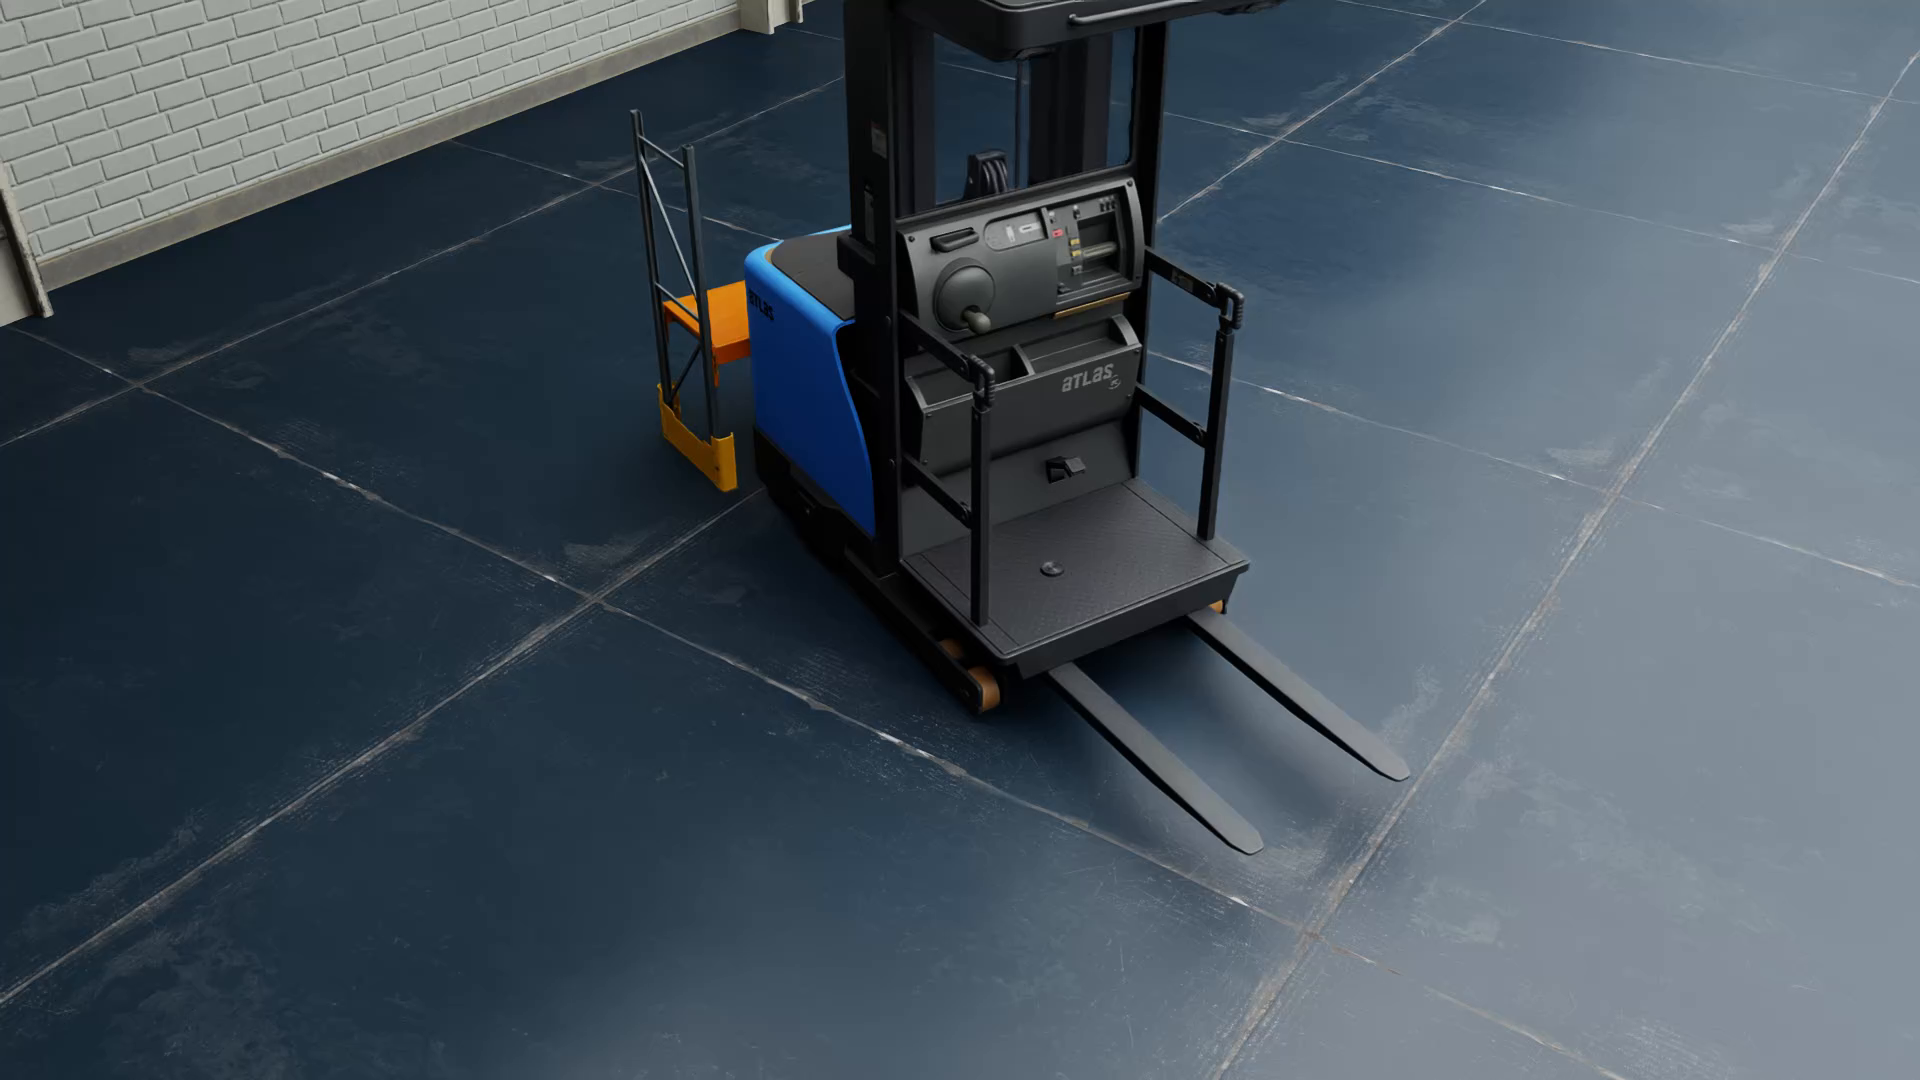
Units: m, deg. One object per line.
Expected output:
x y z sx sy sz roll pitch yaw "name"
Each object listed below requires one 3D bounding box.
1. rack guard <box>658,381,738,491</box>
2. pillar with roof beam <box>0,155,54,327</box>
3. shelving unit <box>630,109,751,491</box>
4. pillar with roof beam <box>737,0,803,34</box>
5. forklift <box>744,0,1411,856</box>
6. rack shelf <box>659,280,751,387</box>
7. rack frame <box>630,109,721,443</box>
-1.138 -0.456 7.201 0.087 0.250 0.587 -21 39 -28 "rack guard"
-1.302 -3.459 3.831 9.100 9.000 0.400 21 39 28 "pillar with roof beam"
-0.727 -1.131 7.083 1.083 1.500 0.587 -21 39 -28 "shelving unit"
2.119 -6.220 7.914 9.100 9.000 0.400 21 39 28 "pillar with roof beam"
0.343 -0.907 5.474 1.130 2.935 3.031 -19 39 -26 "forklift"
-0.734 -0.979 7.180 1.000 0.185 0.538 -21 39 -28 "rack shelf"
-1.154 -0.967 6.842 0.032 1.500 0.500 -21 39 -28 "rack frame"
